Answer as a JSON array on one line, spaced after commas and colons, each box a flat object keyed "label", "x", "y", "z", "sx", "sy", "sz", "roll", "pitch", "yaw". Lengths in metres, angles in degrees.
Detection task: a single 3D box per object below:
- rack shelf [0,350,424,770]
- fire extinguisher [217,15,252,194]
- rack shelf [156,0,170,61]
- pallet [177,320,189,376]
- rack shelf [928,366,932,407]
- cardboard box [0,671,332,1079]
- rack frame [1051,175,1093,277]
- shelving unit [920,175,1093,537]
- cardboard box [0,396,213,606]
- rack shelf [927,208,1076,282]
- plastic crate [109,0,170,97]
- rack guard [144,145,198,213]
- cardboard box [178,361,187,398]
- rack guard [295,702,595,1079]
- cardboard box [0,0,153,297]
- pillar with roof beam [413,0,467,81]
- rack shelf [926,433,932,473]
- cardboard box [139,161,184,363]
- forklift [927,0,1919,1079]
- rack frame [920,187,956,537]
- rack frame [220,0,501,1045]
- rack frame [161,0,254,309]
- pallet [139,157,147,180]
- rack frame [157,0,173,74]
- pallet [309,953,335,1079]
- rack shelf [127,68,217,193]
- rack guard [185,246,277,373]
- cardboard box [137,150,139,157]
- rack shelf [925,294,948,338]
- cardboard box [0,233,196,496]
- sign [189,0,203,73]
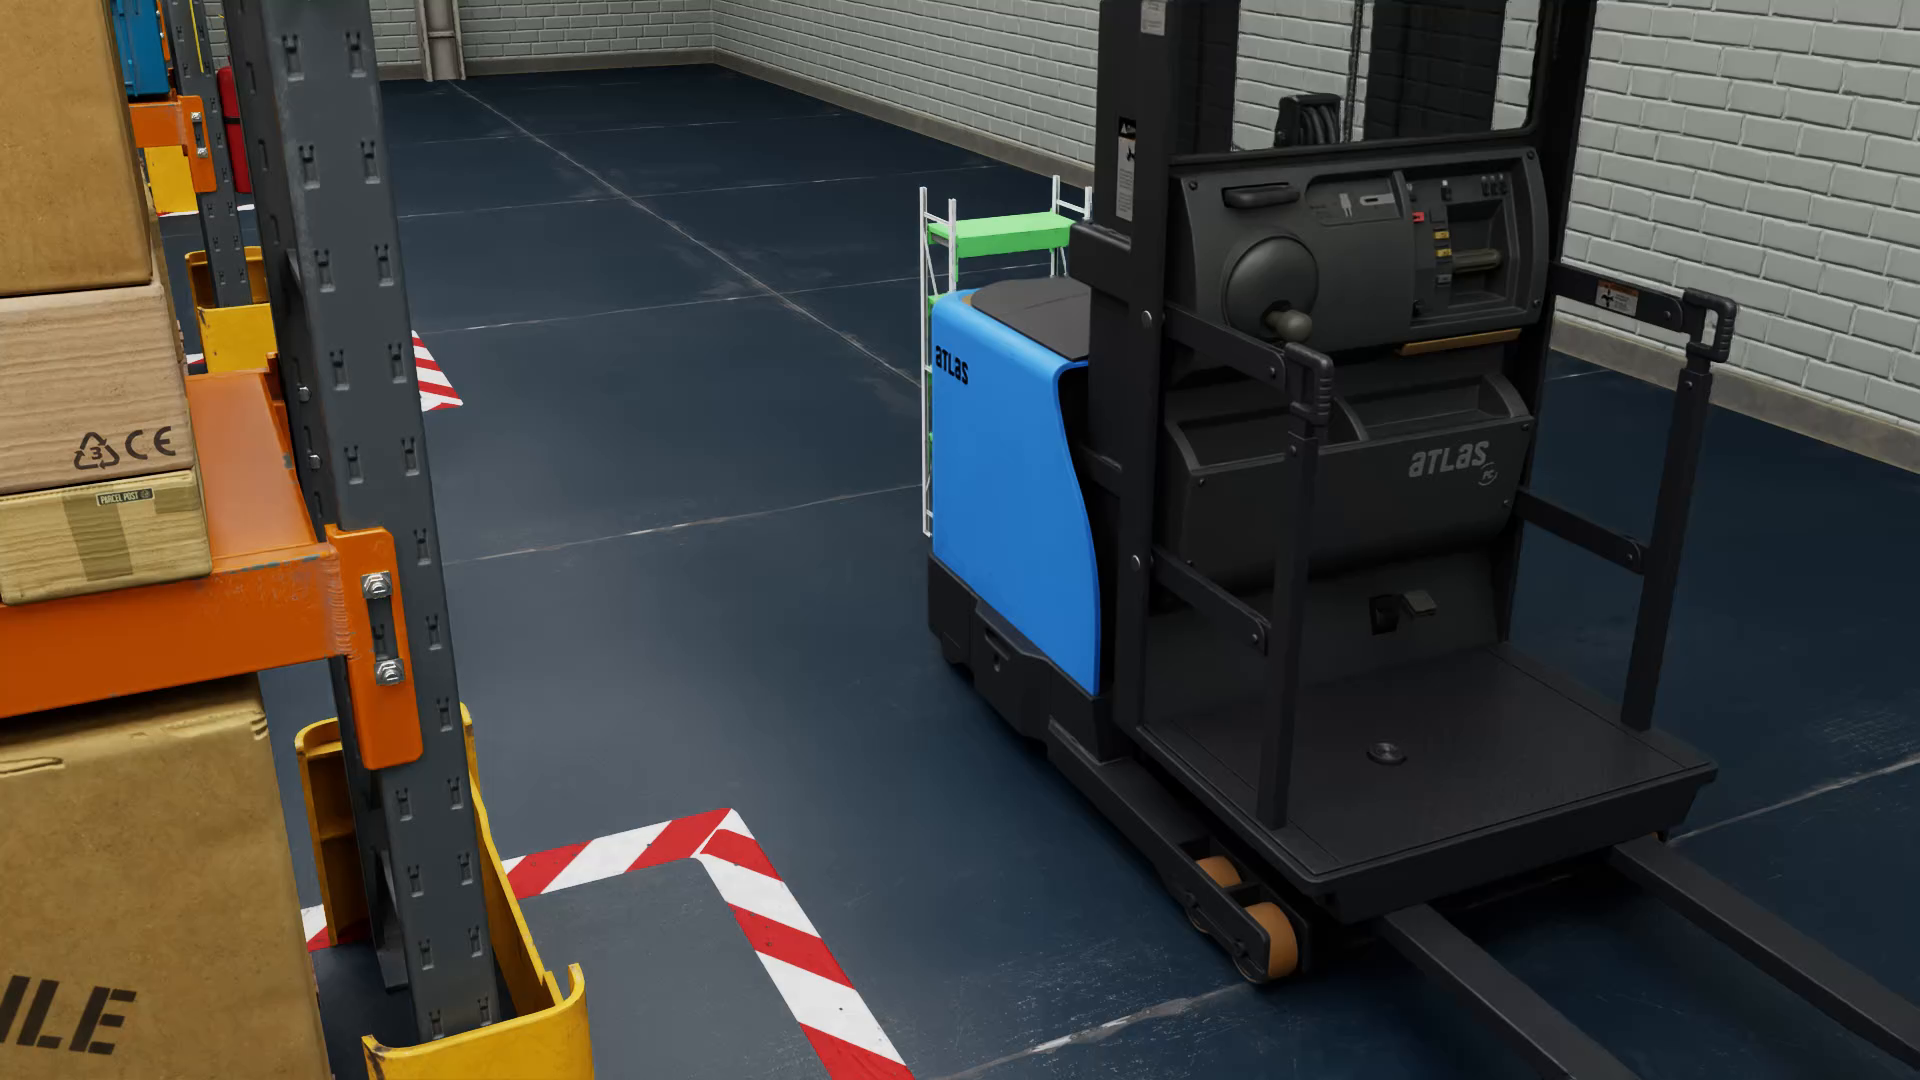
[{"label": "rack shelf", "x": -2.819, "y": 0.309, "z": 2.021, "sx": 4.000, "sy": 0.370, "sz": 1.077, "roll": -10, "pitch": 25, "yaw": -24}, {"label": "fire extinguisher", "x": -2.832, "y": -1.722, "z": 6.577, "sx": 0.183, "sy": 0.674, "sz": 0.296, "roll": -10, "pitch": 25, "yaw": -24}, {"label": "rack shelf", "x": -7.112, "y": -3.105, "z": 10.270, "sx": 4.000, "sy": 0.370, "sz": 1.077, "roll": -10, "pitch": 25, "yaw": -24}, {"label": "pallet", "x": -3.924, "y": -0.650, "z": 7.044, "sx": 1.213, "sy": 0.211, "sz": 1.003, "roll": -10, "pitch": 25, "yaw": -24}, {"label": "rack shelf", "x": 0.149, "y": -0.523, "z": 5.611, "sx": 0.480, "sy": 0.148, "sz": 0.258, "roll": -10, "pitch": 25, "yaw": -24}, {"label": "cardboard box", "x": -1.558, "y": 0.567, "z": 2.688, "sx": 0.875, "sy": 0.875, "sz": 0.875, "roll": -10, "pitch": 25, "yaw": -24}, {"label": "rack frame", "x": 0.369, "y": -0.622, "z": 5.685, "sx": 0.015, "sy": 1.200, "sz": 0.240, "roll": -10, "pitch": 25, "yaw": -24}, {"label": "shelving unit", "x": 0.149, "y": -0.582, "z": 5.587, "sx": 0.503, "sy": 1.200, "sz": 0.258, "roll": -10, "pitch": 25, "yaw": -24}, {"label": "cardboard box", "x": -1.194, "y": -0.066, "z": 2.316, "sx": 0.250, "sy": 0.149, "sz": 0.380, "roll": -10, "pitch": 24, "yaw": -23}, {"label": "rack shelf", "x": 0.149, "y": -0.966, "z": 5.428, "sx": 0.480, "sy": 0.148, "sz": 0.258, "roll": -10, "pitch": 25, "yaw": -24}, {"label": "plastic crate", "x": -3.385, "y": -1.986, "z": 6.501, "sx": 0.499, "sy": 0.435, "sz": 0.616, "roll": -10, "pitch": 25, "yaw": -24}, {"label": "rack guard", "x": -5.378, "y": -2.602, "z": 11.382, "sx": 0.348, "sy": 0.500, "sz": 1.175, "roll": -10, "pitch": 25, "yaw": -24}, {"label": "cardboard box", "x": -1.479, "y": -0.293, "z": 2.865, "sx": 0.250, "sy": 0.149, "sz": 0.380, "roll": -10, "pitch": 25, "yaw": -23}, {"label": "rack guard", "x": -0.995, "y": 0.796, "z": 3.173, "sx": 0.348, "sy": 0.500, "sz": 1.175, "roll": -10, "pitch": 25, "yaw": -24}, {"label": "cardboard box", "x": -1.341, "y": -0.598, "z": 2.099, "sx": 0.500, "sy": 0.500, "sz": 0.500, "roll": -10, "pitch": 25, "yaw": -23}, {"label": "pillar with roof beam", "x": -3.536, "y": -7.510, "z": 12.127, "sx": 0.400, "sy": 9.000, "sz": 9.100, "roll": -10, "pitch": 25, "yaw": -24}, {"label": "rack shelf", "x": 0.149, "y": -0.301, "z": 5.703, "sx": 0.480, "sy": 0.148, "sz": 0.258, "roll": -10, "pitch": 25, "yaw": -24}, {"label": "cardboard box", "x": -1.566, "y": -0.436, "z": 2.689, "sx": 0.500, "sy": 0.250, "sz": 0.500, "roll": -11, "pitch": 25, "yaw": -25}, {"label": "forklift", "x": 0.975, "y": -0.612, "z": 3.395, "sx": 1.130, "sy": 2.935, "sz": 3.031, "roll": -10, "pitch": 24, "yaw": -23}, {"label": "rack frame", "x": -0.071, "y": -0.541, "z": 5.489, "sx": 0.015, "sy": 1.200, "sz": 0.240, "roll": -10, "pitch": 25, "yaw": -24}, {"label": "rack frame", "x": -1.016, "y": -0.355, "z": 2.685, "sx": 0.127, "sy": 3.000, "sz": 1.000, "roll": -10, "pitch": 25, "yaw": -24}, {"label": "rack frame", "x": -3.165, "y": -2.062, "z": 6.808, "sx": 0.127, "sy": 3.000, "sz": 1.000, "roll": -10, "pitch": 25, "yaw": -24}, {"label": "pallet", "x": -6.096, "y": -2.336, "z": 11.117, "sx": 1.213, "sy": 0.211, "sz": 1.003, "roll": -10, "pitch": 25, "yaw": -24}, {"label": "rack frame", "x": -5.309, "y": -3.769, "z": 10.934, "sx": 0.127, "sy": 3.000, "sz": 1.000, "roll": -10, "pitch": 25, "yaw": -24}, {"label": "pallet", "x": -1.703, "y": 1.093, "z": 2.833, "sx": 1.213, "sy": 0.211, "sz": 1.003, "roll": -10, "pitch": 25, "yaw": -24}, {"label": "rack shelf", "x": -4.967, "y": -1.397, "z": 6.145, "sx": 4.000, "sy": 0.370, "sz": 1.077, "roll": -10, "pitch": 25, "yaw": -24}, {"label": "rack guard", "x": -3.149, "y": -0.915, "z": 7.307, "sx": 0.348, "sy": 0.500, "sz": 1.175, "roll": -10, "pitch": 25, "yaw": -24}, {"label": "cardboard box", "x": -5.836, "y": -2.704, "z": 11.513, "sx": 0.250, "sy": 0.149, "sz": 0.380, "roll": -10, "pitch": 25, "yaw": -24}, {"label": "rack shelf", "x": 0.149, "y": -0.745, "z": 5.519, "sx": 0.480, "sy": 0.148, "sz": 0.258, "roll": -10, "pitch": 25, "yaw": -24}, {"label": "cardboard box", "x": -1.338, "y": -0.251, "z": 2.242, "sx": 0.500, "sy": 0.250, "sz": 0.500, "roll": -11, "pitch": 25, "yaw": -24}, {"label": "sign", "x": -2.911, "y": -1.950, "z": 6.326, "sx": 0.005, "sy": 0.325, "sz": 0.100, "roll": -10, "pitch": 25, "yaw": -24}]
